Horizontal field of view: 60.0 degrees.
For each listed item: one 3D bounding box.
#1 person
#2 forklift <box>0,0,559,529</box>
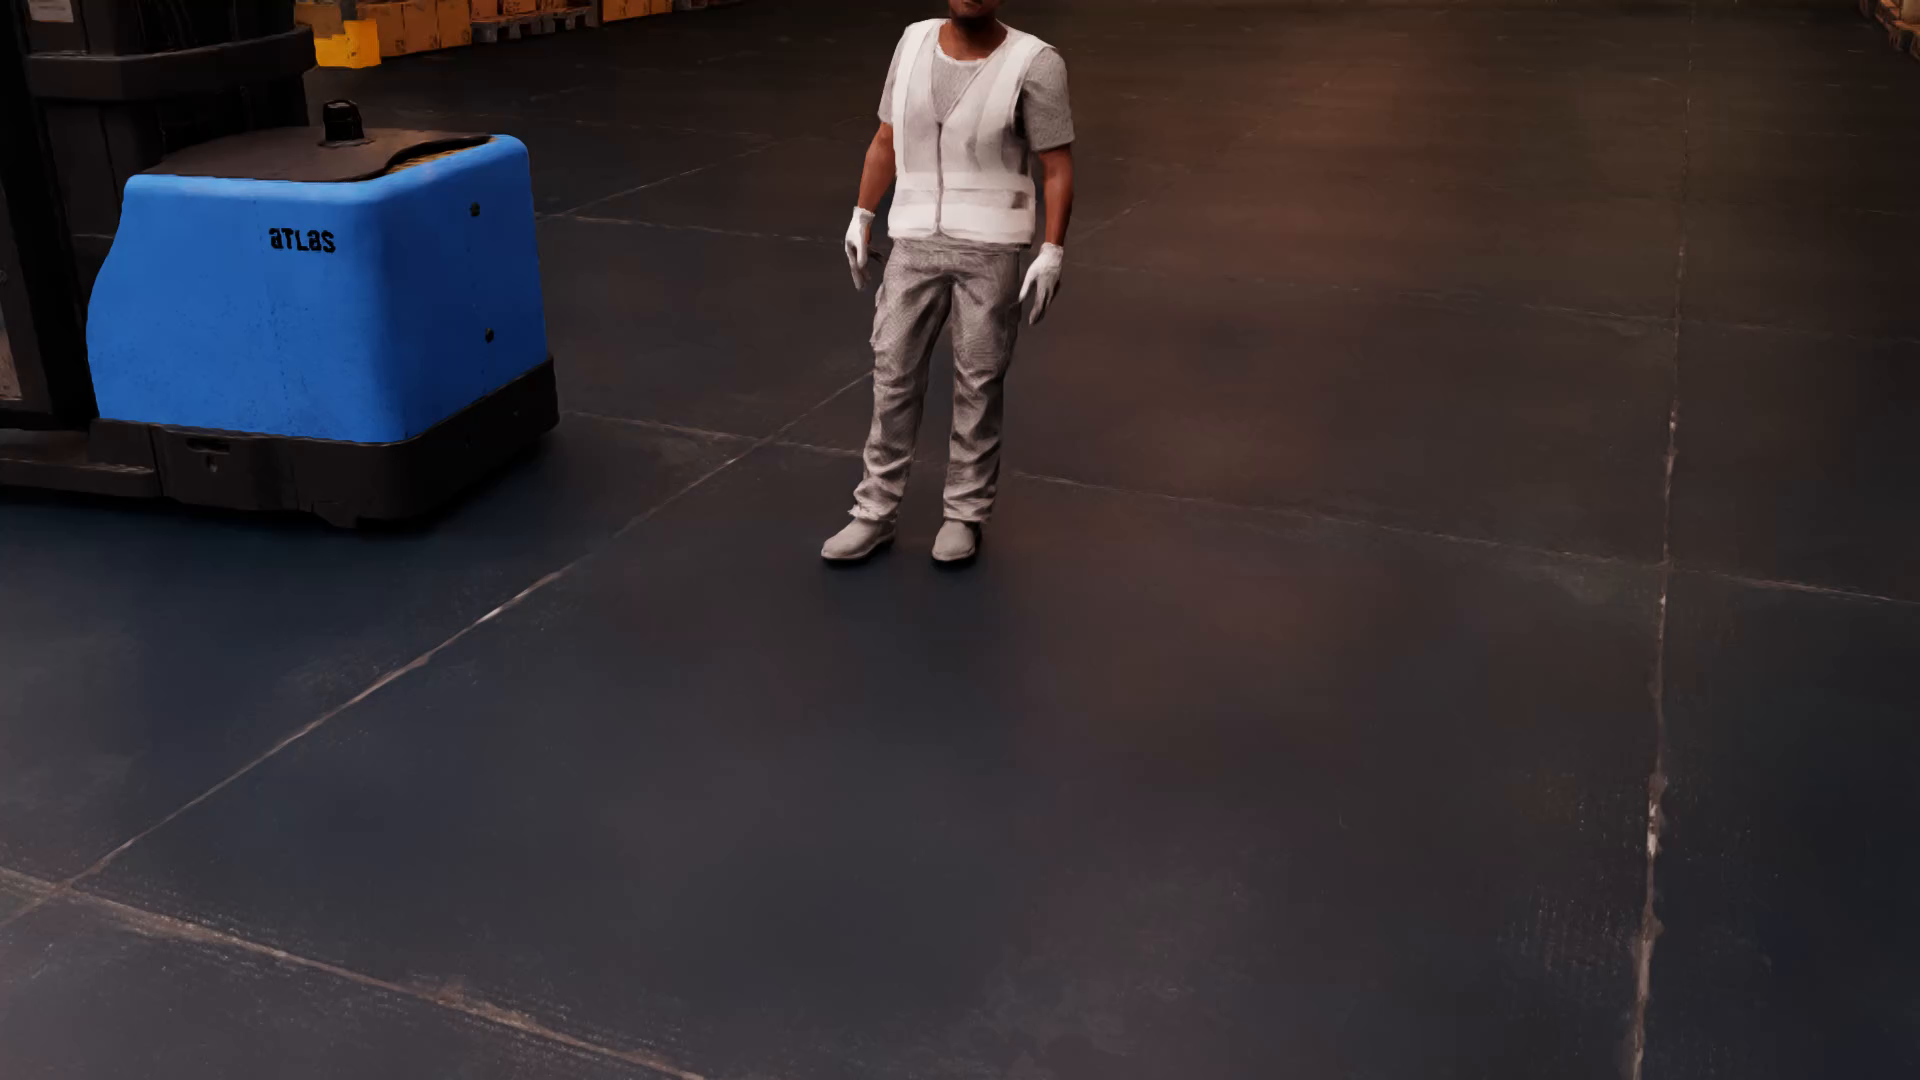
[{"bbox_3d":[-0.035,-0.804,4.688,0.655,1.782,0.576,9,24,21],"label":"person"},{"bbox_3d":[-2.998,-1.681,5.315,3.031,2.935,1.130,6,23,14],"label":"forklift"}]
